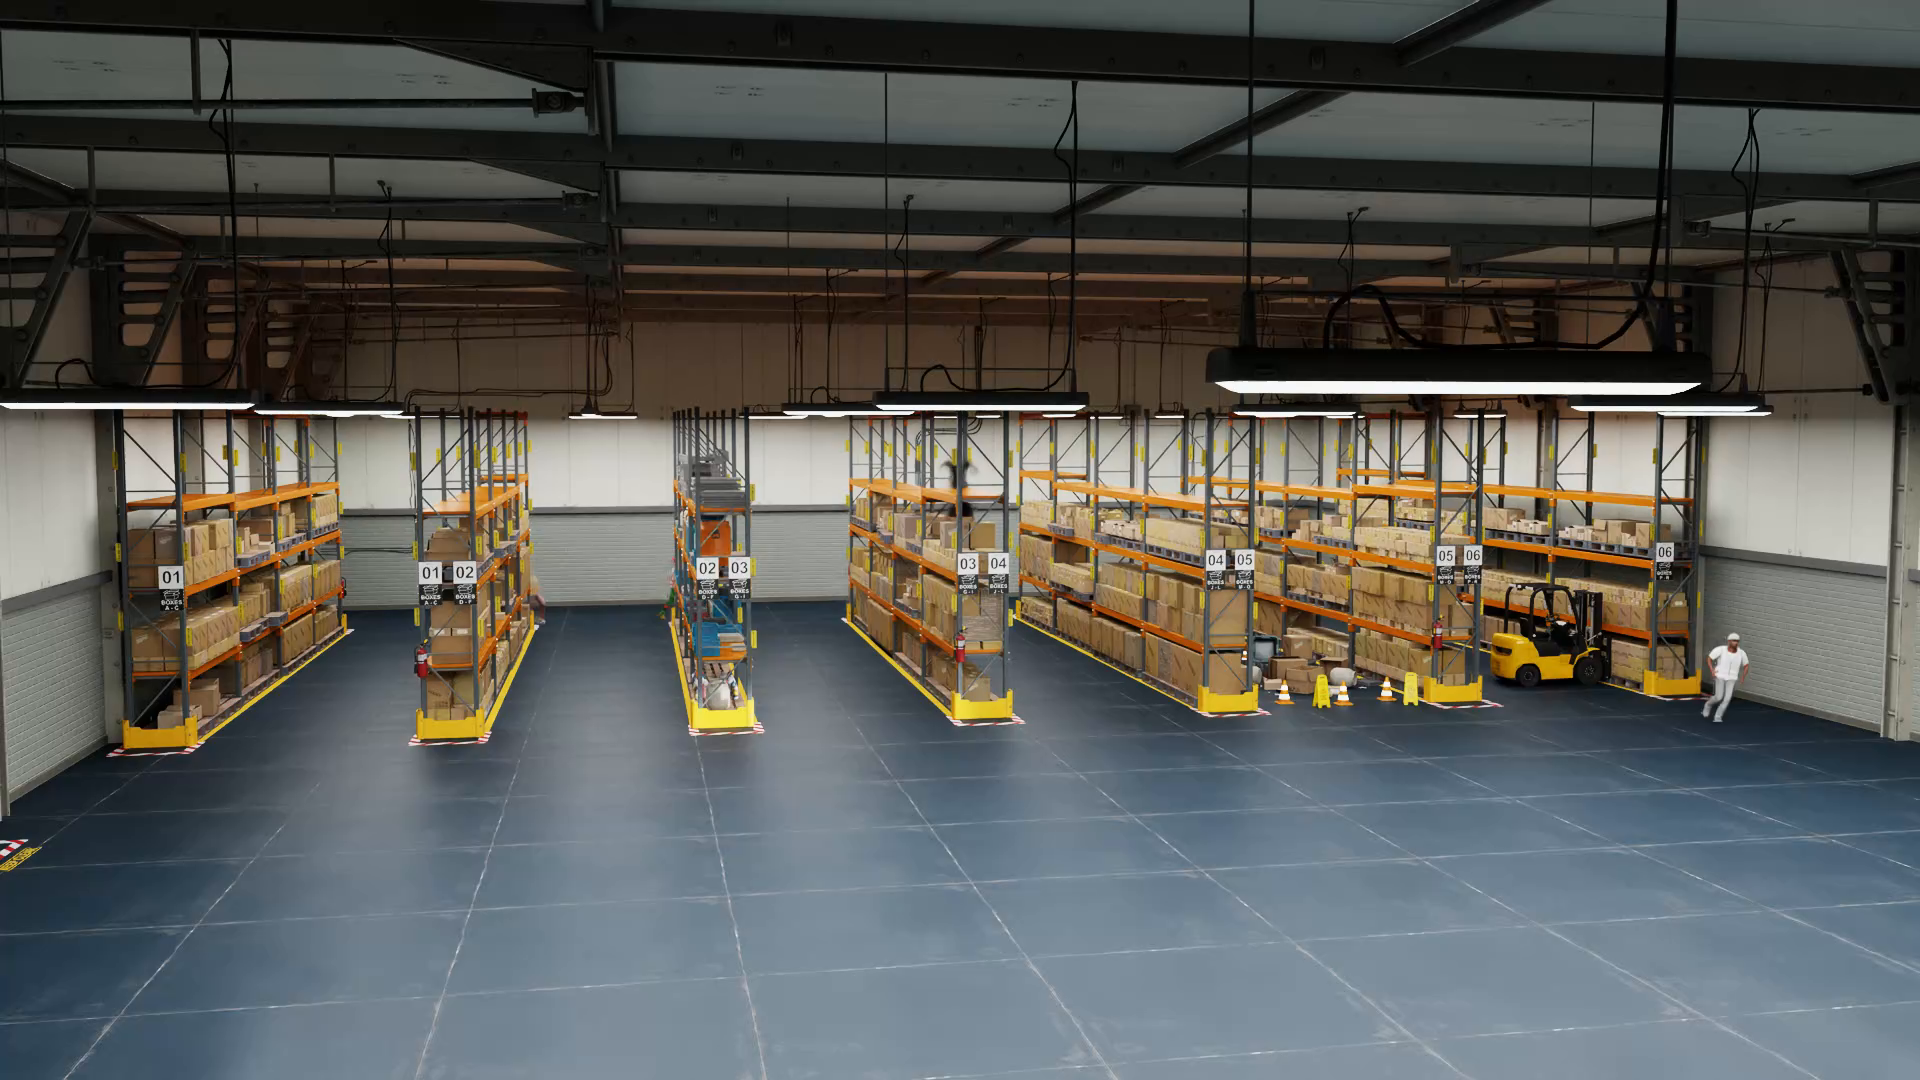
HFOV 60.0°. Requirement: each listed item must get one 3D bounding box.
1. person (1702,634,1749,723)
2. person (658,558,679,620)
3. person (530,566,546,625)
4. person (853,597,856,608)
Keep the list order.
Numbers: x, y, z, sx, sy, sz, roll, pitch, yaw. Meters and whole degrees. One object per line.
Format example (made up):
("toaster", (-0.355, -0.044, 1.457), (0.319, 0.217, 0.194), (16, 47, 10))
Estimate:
("person", (14.621, 2.625, 31.677), (0.748, 1.725, 0.584), (0, 4, 5))
("person", (-8.145, 1.392, 47.847), (0.981, 1.764, 0.698), (0, 4, 5))
("person", (-12.089, 1.562, 46.995), (0.724, 1.675, 0.561), (2, 5, 28))
("person", (-2.906, 1.335, 49.651), (0.776, 1.786, 0.663), (4, 6, 44))
